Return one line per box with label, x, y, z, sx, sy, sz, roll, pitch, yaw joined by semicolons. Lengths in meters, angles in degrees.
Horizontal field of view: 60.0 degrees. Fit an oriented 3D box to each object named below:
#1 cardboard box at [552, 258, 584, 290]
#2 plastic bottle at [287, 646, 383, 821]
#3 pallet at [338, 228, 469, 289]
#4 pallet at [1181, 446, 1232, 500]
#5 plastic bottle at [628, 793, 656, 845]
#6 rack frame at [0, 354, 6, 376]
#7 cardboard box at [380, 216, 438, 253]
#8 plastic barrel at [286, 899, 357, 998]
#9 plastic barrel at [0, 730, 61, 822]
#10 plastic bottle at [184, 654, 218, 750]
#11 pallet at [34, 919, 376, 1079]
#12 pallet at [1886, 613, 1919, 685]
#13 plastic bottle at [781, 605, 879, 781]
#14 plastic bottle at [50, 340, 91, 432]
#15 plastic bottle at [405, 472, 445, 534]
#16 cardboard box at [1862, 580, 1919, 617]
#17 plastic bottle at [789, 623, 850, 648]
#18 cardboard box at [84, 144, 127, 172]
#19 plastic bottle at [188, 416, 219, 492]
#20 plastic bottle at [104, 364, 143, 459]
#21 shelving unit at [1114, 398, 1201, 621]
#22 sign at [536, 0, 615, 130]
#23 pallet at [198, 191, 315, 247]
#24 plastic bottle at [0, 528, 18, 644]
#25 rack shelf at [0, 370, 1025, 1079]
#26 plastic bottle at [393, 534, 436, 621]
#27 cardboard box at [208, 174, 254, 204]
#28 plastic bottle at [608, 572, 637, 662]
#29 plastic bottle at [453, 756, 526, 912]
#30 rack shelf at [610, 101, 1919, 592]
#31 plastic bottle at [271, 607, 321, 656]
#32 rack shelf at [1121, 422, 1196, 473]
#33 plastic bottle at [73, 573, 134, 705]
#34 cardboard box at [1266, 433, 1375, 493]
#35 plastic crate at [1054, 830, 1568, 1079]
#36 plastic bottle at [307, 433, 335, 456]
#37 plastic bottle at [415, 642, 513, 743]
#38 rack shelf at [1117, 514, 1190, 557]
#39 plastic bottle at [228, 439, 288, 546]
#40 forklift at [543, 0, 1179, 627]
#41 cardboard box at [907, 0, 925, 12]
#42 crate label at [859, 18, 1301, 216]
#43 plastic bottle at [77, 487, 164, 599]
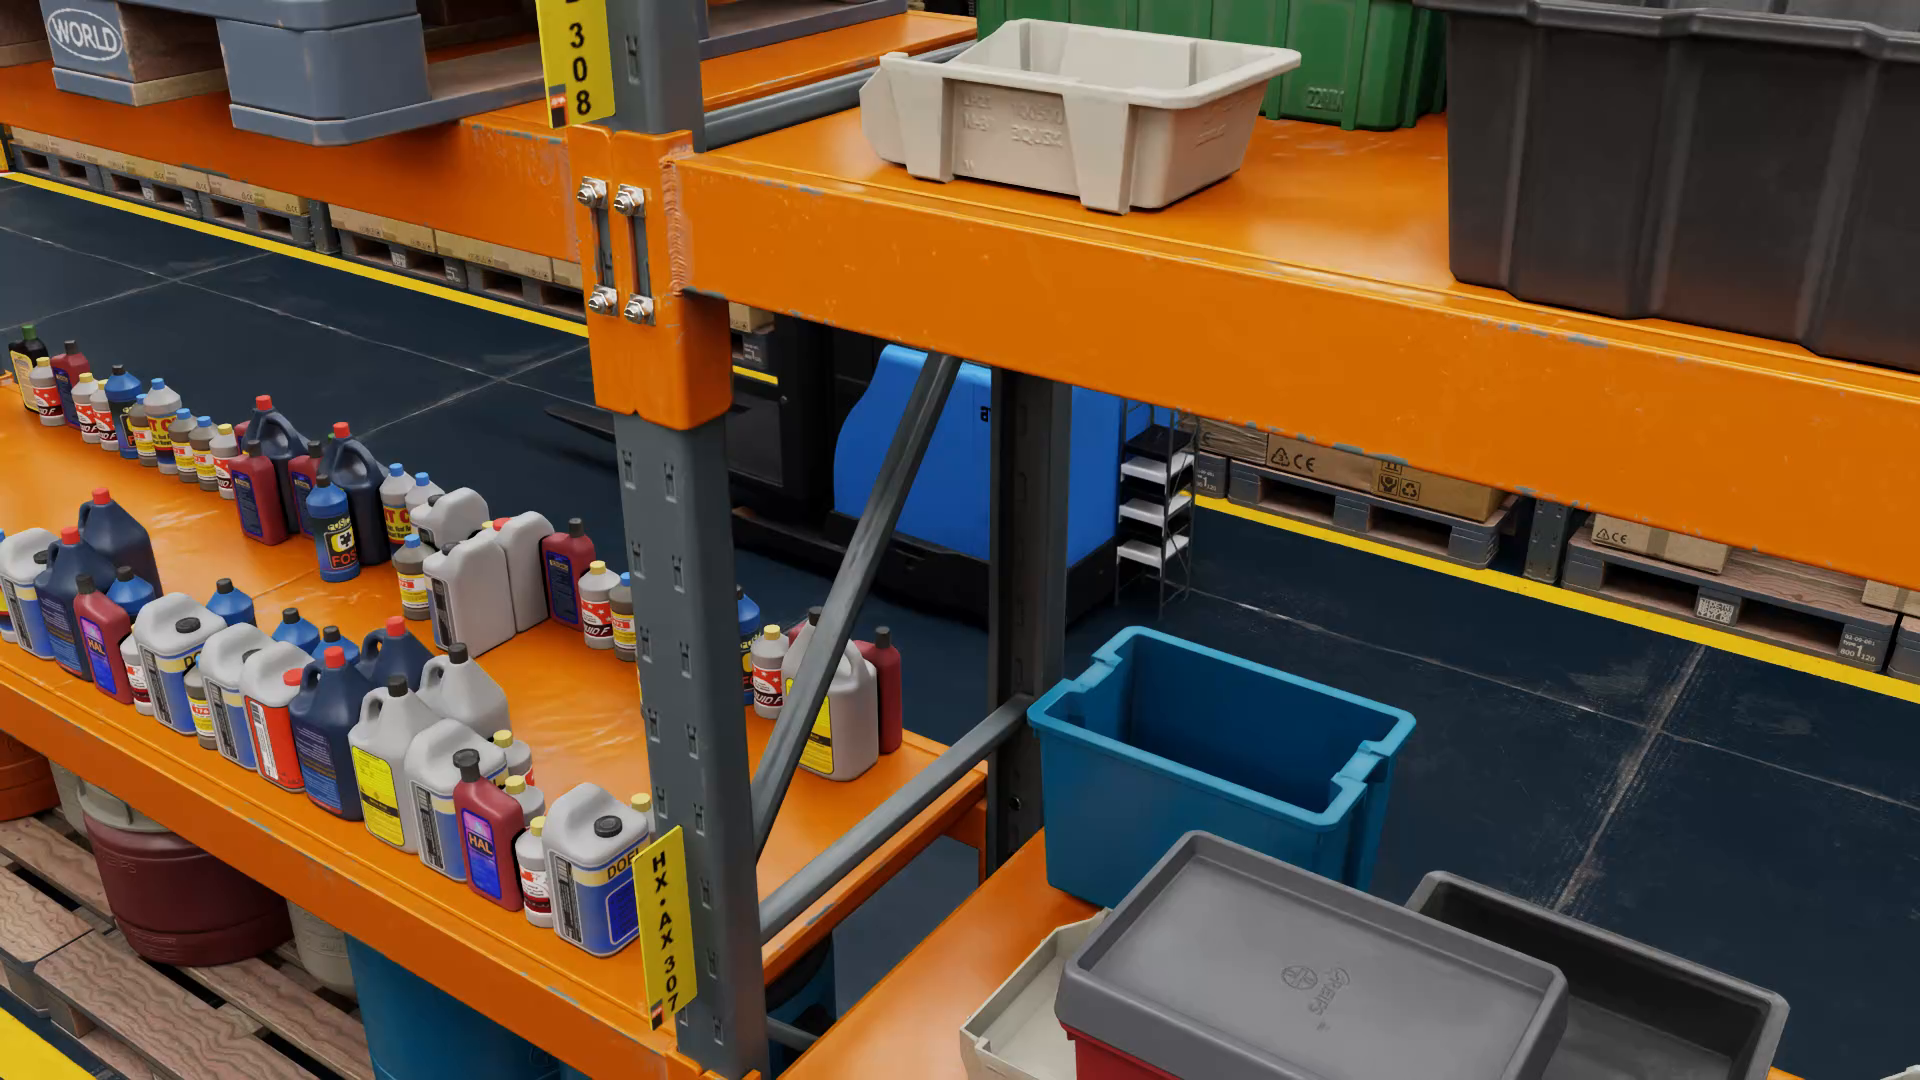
cardboard box;-2.028;-1.643;9.740;0.500;0.250;0.500;18;32;31
plastic bottle;-1.223;0.363;3.284;0.185;0.351;0.144;17;32;30
pallet;-3.285;-1.986;10.919;1.213;0.211;1.003;17;32;30
pallet;0.979;-0.614;8.223;1.213;0.211;1.003;17;32;30
plastic bottle;-0.580;0.559;3.064;0.097;0.201;0.097;0;27;0
rack frame;-3.424;-0.525;4.975;0.127;3.000;1.000;17;32;30
cardboard box;-3.301;-2.037;10.514;0.500;0.250;0.500;18;32;32
plastic barrel;-1.565;0.917;4.420;0.421;0.512;0.421;0;27;0
plastic barrel;-3.012;0.374;5.137;0.708;0.830;0.600;17;32;30
plastic bottle;-1.574;0.333;3.508;0.097;0.201;0.097;0;27;0
pallet;-1.750;1.218;4.624;1.213;0.211;1.003;17;32;30
pallet;4.256;0.384;6.263;1.213;0.211;1.003;17;32;30
plastic bottle;-0.267;0.302;3.404;0.185;0.351;0.144;17;32;30
plastic bottle;-2.659;-0.469;4.994;0.133;0.283;0.061;17;32;30
plastic bottle;-1.328;-0.039;4.162;0.097;0.271;0.097;0;27;0
cardboard box;3.622;0.125;6.336;0.250;0.166;0.380;17;32;30
plastic bottle;-0.298;0.266;3.548;0.133;0.283;0.061;17;32;30
cardboard box;-6.069;-2.916;12.240;0.500;0.250;0.500;17;32;30
plastic bottle;-2.093;-0.246;4.646;0.097;0.201;0.097;0;27;0
plastic bottle;-2.414;-0.378;4.827;0.097;0.271;0.097;0;27;0
shelving unit;0.776;-0.149;6.550;0.210;0.900;0.258;18;32;31
sign;-0.440;-0.634;1.871;0.005;0.325;0.100;17;32;30
pallet;-4.546;-2.380;11.694;1.213;0.211;1.003;17;32;30
plastic bottle;-2.219;0.101;3.887;0.097;0.271;0.097;0;27;0
rack shelf;-1.776;0.309;4.129;4.000;0.370;1.077;17;32;30
plastic bottle;-1.303;0.083;3.998;0.097;0.201;0.097;0;27;0
cardboard box;-4.827;-2.534;11.491;0.500;0.250;0.500;17;32;30
plastic bottle;-0.755;0.170;3.827;0.097;0.201;0.097;0;27;0
plastic bottle;-0.852;0.531;3.027;0.133;0.283;0.061;17;32;30
rack shelf;1.521;-0.001;1.430;4.000;0.370;1.077;17;32;30
plastic bottle;-1.408;0.270;3.555;0.097;0.271;0.097;0;27;0
rack shelf;0.776;-0.360;6.443;0.200;0.077;0.258;18;32;31
plastic bottle;-1.871;0.214;3.651;0.133;0.283;0.061;17;32;30
cardboard box;1.708;-0.581;7.354;0.500;0.500;0.500;17;32;30
plastic crate;0.467;0.770;2.293;0.583;0.464;0.402;17;32;30
plastic bottle;-1.645;-0.153;4.373;0.133;0.283;0.061;17;32;30
plastic bottle;-0.989;0.356;3.297;0.185;0.351;0.144;17;32;30
rack shelf;0.776;-0.039;6.606;0.200;0.077;0.258;18;32;31
plastic bottle;-1.837;-0.134;4.334;0.133;0.283;0.061;17;32;30
forklift;-0.583;-1.458;6.883;3.031;2.935;1.130;18;32;31
cardboard box;-0.034;-2.488;8.259;0.500;0.500;0.700;7;28;13
crate label;0.112;-0.484;1.877;0.466;0.136;0.293;17;32;30
plastic bottle;-2.003;0.036;3.926;0.185;0.351;0.144;17;32;30
